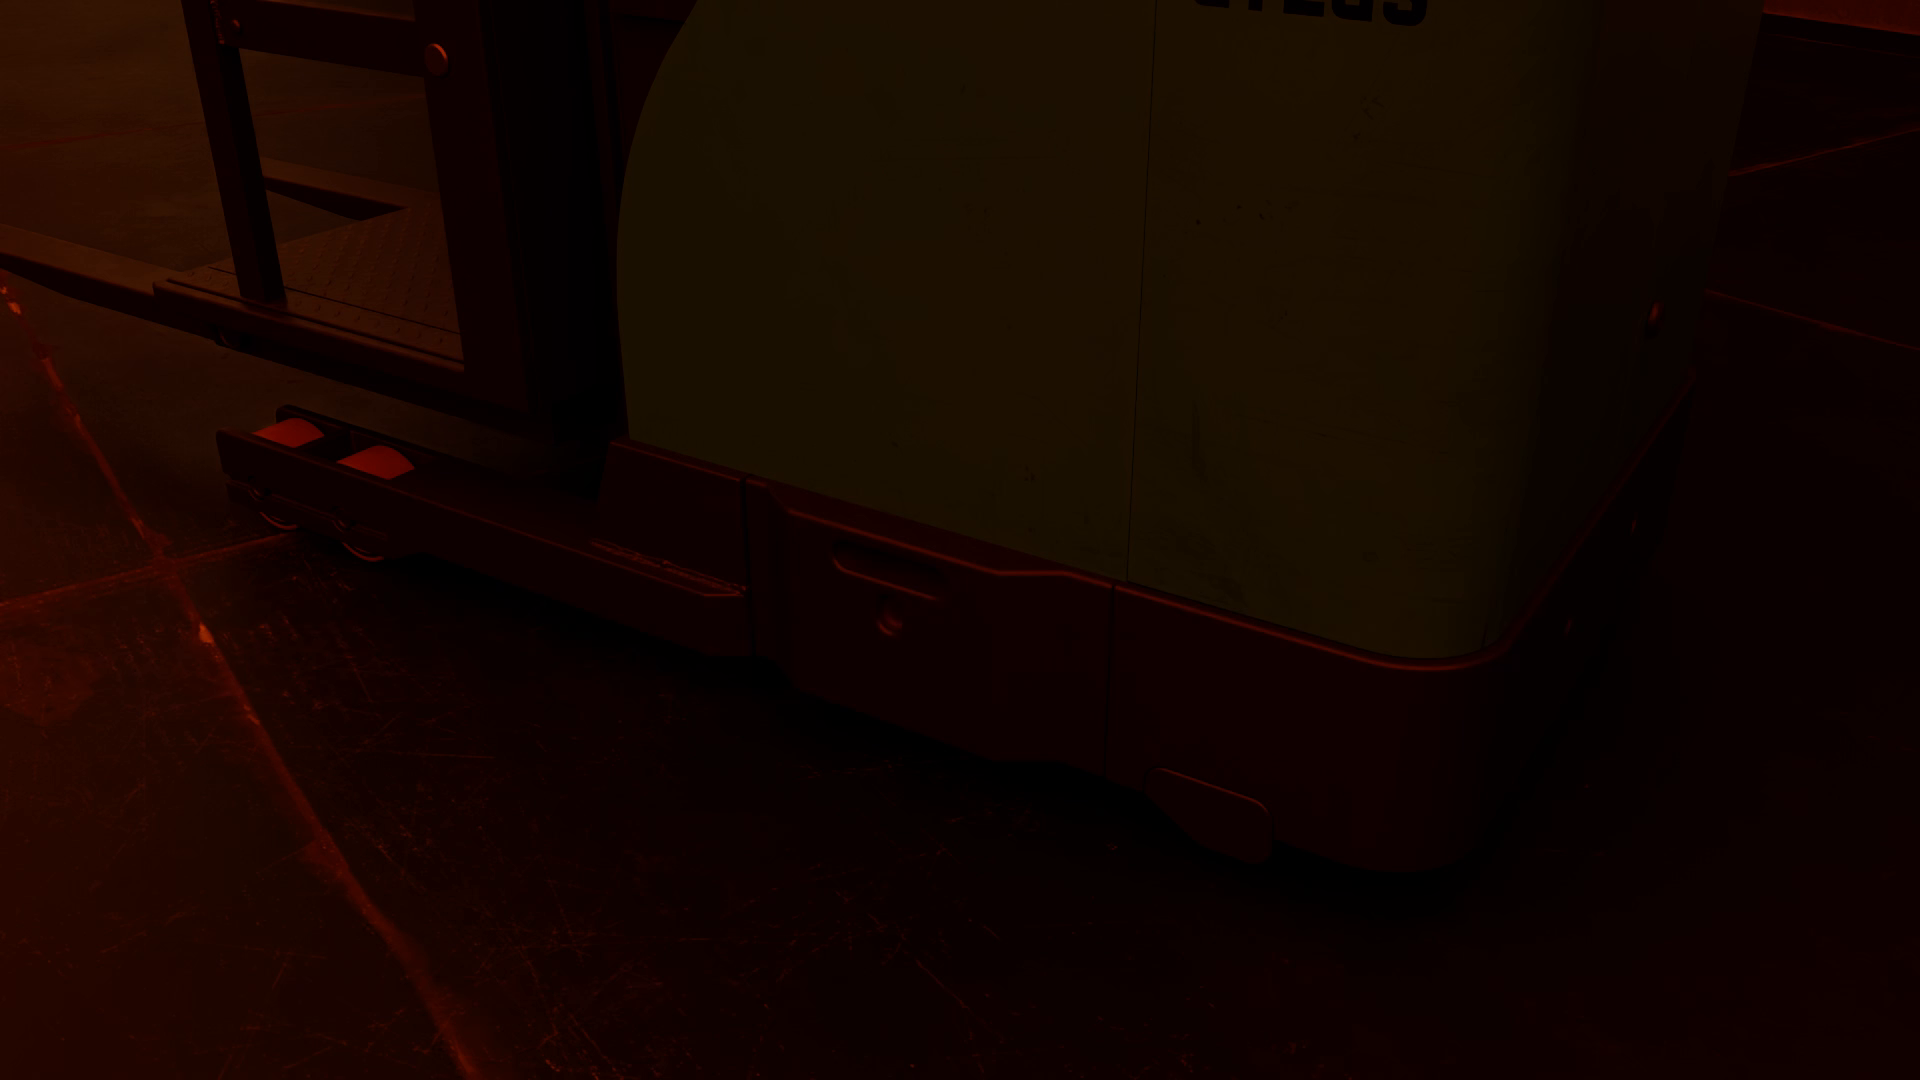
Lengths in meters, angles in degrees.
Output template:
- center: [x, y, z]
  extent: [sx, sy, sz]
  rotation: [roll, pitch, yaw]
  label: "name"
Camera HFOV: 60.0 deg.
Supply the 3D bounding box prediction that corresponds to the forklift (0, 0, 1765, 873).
- center: [-0.511, -1.459, 2.139]
  extent: [3.031, 2.935, 1.130]
  rotation: [16, 31, 29]
  label: "forklift"
